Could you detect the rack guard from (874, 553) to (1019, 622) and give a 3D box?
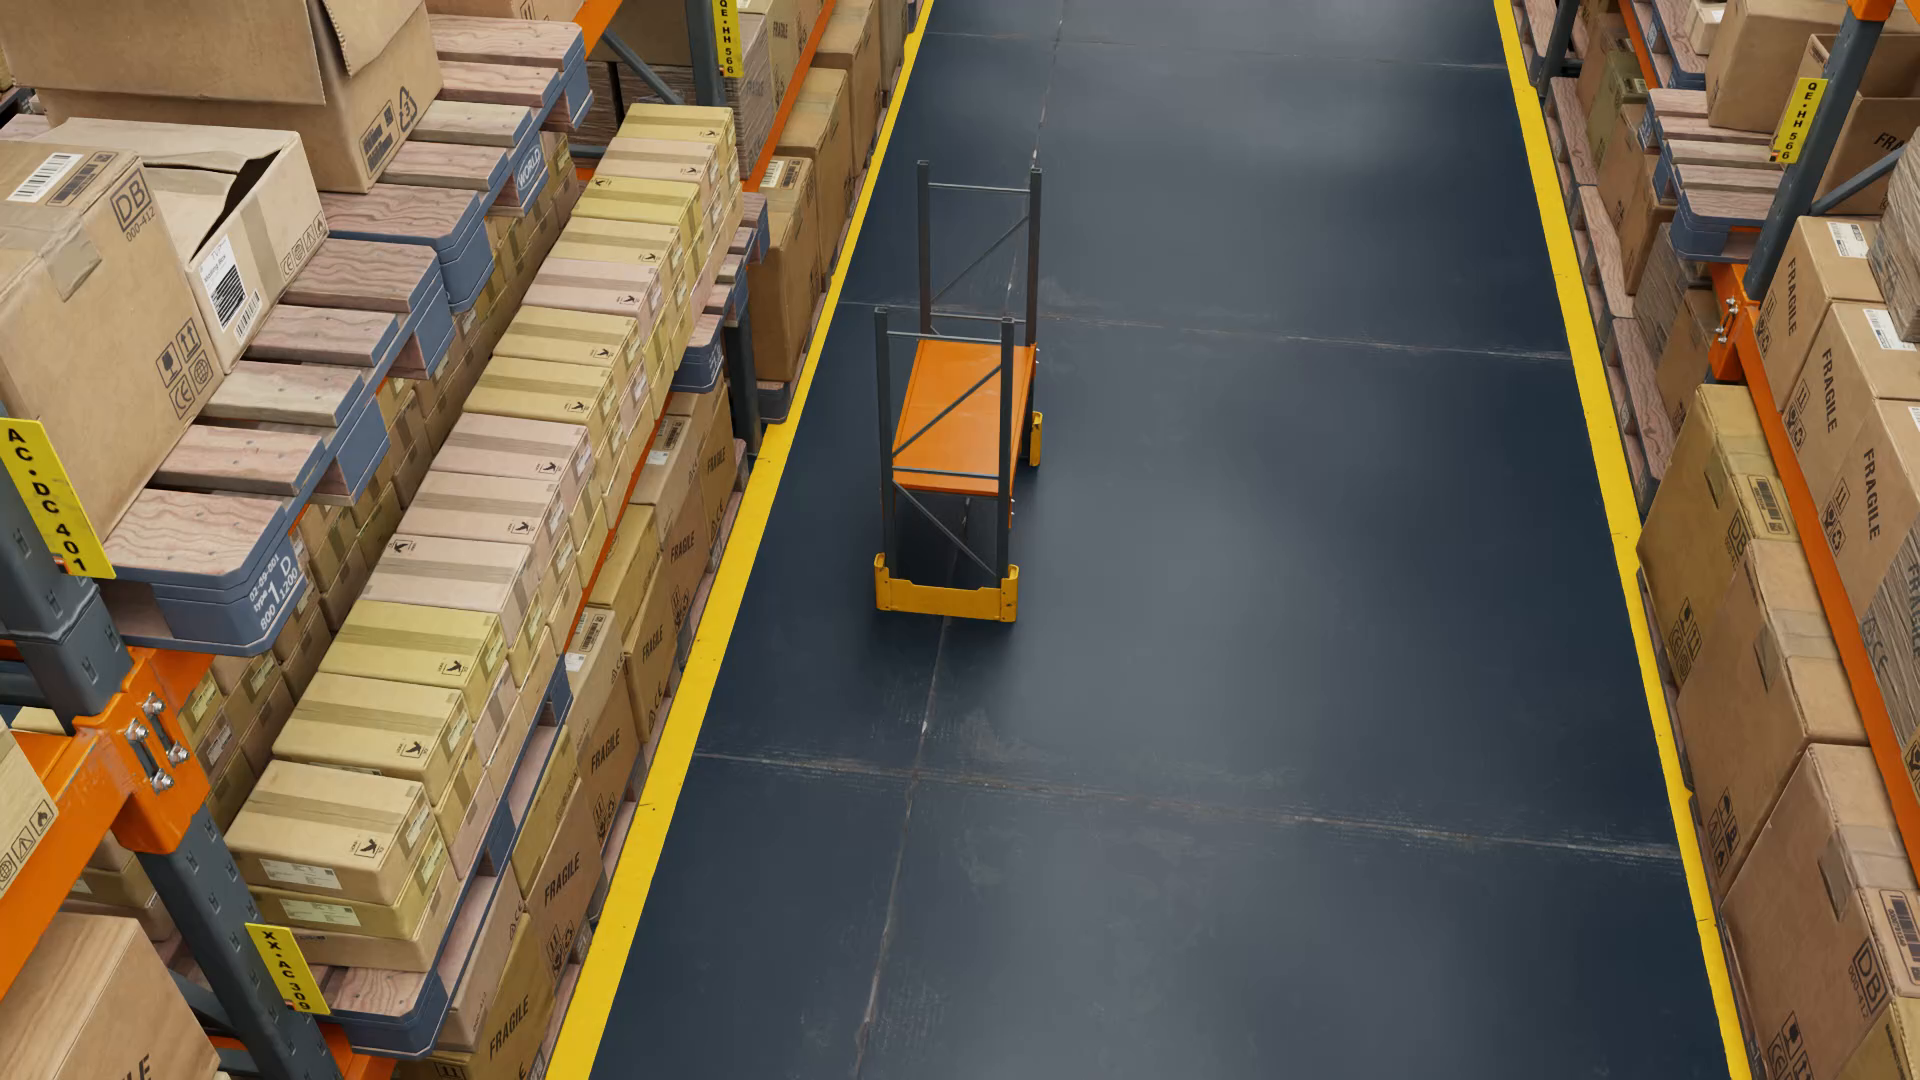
[{"bbox_3d":[-0.056,0.197,6.860,0.587,0.250,0.087,5,44,6],"label":"rack guard"}]

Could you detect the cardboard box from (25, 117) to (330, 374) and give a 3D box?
[{"bbox_3d":[-1.625,-0.618,3.299,0.500,0.311,0.500,5,44,5],"label":"cardboard box"}]

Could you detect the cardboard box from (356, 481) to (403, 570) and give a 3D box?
[{"bbox_3d":[-1.924,-0.066,5.015,0.380,0.149,0.250,7,44,7],"label":"cardboard box"}]

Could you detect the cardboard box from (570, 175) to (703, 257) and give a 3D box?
[{"bbox_3d":[-1.101,-1.106,5.681,0.380,0.149,0.250,6,44,7],"label":"cardboard box"}]

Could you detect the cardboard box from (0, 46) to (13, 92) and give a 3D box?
[{"bbox_3d":[-5.970,-3.012,9.855,0.950,0.372,0.625,8,44,8],"label":"cardboard box"}]

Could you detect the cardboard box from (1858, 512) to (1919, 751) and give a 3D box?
[{"bbox_3d":[2.951,0.278,4.703,0.500,0.500,0.500,5,44,6],"label":"cardboard box"}]

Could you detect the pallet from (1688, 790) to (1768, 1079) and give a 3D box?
[{"bbox_3d":[3.140,1.338,5.684,1.003,0.211,1.213,5,44,6],"label":"pallet"}]

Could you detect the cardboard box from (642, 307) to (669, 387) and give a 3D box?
[{"bbox_3d":[-1.169,-0.644,5.409,0.380,0.149,0.250,5,44,5],"label":"cardboard box"}]

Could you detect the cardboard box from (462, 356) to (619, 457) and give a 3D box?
[{"bbox_3d":[-1.239,-0.397,4.933,0.380,0.149,0.250,6,44,7],"label":"cardboard box"}]

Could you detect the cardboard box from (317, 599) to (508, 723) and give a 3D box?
[{"bbox_3d":[-1.374,0.303,4.193,0.380,0.149,0.250,6,44,6],"label":"cardboard box"}]

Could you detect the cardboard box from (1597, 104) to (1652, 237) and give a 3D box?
[{"bbox_3d":[3.754,-1.891,8.564,0.700,0.500,0.500,2,43,2],"label":"cardboard box"}]

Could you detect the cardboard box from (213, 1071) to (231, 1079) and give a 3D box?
[{"bbox_3d":[-1.733,1.383,3.319,0.500,0.500,0.500,5,44,6],"label":"cardboard box"}]

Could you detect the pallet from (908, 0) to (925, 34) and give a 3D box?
[{"bbox_3d":[-0.713,-3.779,11.087,1.003,0.211,1.213,5,44,6],"label":"pallet"}]

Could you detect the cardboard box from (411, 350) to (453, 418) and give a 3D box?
[{"bbox_3d":[-1.852,-0.534,5.294,0.380,0.149,0.250,5,44,5],"label":"cardboard box"}]

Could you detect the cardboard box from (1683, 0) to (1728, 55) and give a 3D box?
[{"bbox_3d":[3.436,-2.299,7.289,0.396,0.266,0.258,4,44,4],"label":"cardboard box"}]

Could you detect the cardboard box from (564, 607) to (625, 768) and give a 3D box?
[{"bbox_3d":[-1.450,0.465,5.545,0.500,0.250,0.500,7,44,7],"label":"cardboard box"}]

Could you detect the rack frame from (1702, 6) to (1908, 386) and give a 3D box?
[{"bbox_3d":[3.483,-1.034,6.161,1.000,3.000,0.127,5,44,6],"label":"rack frame"}]

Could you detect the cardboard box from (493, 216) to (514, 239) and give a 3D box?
[{"bbox_3d":[-1.743,-1.184,5.763,0.380,0.149,0.250,5,44,5],"label":"cardboard box"}]

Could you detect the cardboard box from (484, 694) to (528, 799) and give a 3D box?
[{"bbox_3d":[-1.373,0.525,4.392,0.380,0.149,0.250,6,44,6],"label":"cardboard box"}]

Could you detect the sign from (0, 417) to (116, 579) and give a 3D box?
[{"bbox_3d":[-1.410,-0.061,2.575,0.100,0.325,0.005,5,44,6],"label":"sign"}]

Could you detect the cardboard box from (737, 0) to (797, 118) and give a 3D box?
[{"bbox_3d":[-1.029,-2.219,7.339,0.500,0.500,0.500,5,44,5],"label":"cardboard box"}]

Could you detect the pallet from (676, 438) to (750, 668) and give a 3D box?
[{"bbox_3d":[-1.525,-0.009,7.106,1.003,0.211,1.213,5,44,6],"label":"pallet"}]

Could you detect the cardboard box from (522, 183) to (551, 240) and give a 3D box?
[{"bbox_3d":[-1.717,-1.227,6.025,0.380,0.149,0.250,7,44,8],"label":"cardboard box"}]

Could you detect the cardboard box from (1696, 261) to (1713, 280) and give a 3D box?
[{"bbox_3d":[3.602,-1.381,7.479,0.500,0.250,0.500,10,44,10],"label":"cardboard box"}]

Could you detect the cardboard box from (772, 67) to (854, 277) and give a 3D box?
[{"bbox_3d":[-1.138,-1.893,8.398,1.050,0.750,0.750,6,44,6],"label":"cardboard box"}]

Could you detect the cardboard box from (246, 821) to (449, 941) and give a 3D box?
[{"bbox_3d":[-1.441,0.776,3.910,0.380,0.149,0.250,6,44,6],"label":"cardboard box"}]

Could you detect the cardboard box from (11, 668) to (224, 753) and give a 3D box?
[{"bbox_3d":[-2.055,0.420,4.069,0.380,0.149,0.250,4,44,4],"label":"cardboard box"}]

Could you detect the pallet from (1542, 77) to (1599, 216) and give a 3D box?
[{"bbox_3d":[3.910,-2.217,9.438,1.003,0.211,1.213,5,44,6],"label":"pallet"}]

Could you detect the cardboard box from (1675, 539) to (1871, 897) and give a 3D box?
[{"bbox_3d":[3.246,0.660,5.611,1.225,0.875,0.875,5,44,6],"label":"cardboard box"}]

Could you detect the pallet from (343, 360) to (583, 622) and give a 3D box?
[{"bbox_3d":[-1.641,-0.132,5.347,1.003,0.211,1.213,5,44,6],"label":"pallet"}]

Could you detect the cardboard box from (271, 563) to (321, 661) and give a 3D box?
[{"bbox_3d":[-1.991,0.178,4.541,0.380,0.149,0.250,4,44,4],"label":"cardboard box"}]

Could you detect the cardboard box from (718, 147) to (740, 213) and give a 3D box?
[{"bbox_3d":[-1.034,-1.345,6.150,0.380,0.149,0.250,6,44,6],"label":"cardboard box"}]

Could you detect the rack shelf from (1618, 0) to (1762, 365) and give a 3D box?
[{"bbox_3d":[3.747,-2.136,7.848,1.077,0.370,4.000,5,44,6],"label":"rack shelf"}]

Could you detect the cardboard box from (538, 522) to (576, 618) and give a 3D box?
[{"bbox_3d":[-1.308,0.062,4.664,0.380,0.149,0.250,7,44,7],"label":"cardboard box"}]

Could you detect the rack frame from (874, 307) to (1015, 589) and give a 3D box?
[{"bbox_3d":[-0.056,-0.256,6.430,0.500,1.500,0.032,5,44,6],"label":"rack frame"}]

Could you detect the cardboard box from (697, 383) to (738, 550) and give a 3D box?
[{"bbox_3d":[-1.248,-0.327,6.926,0.500,0.500,0.500,5,44,5],"label":"cardboard box"}]

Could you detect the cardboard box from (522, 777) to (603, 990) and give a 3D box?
[{"bbox_3d":[-1.520,1.087,5.433,0.500,0.500,0.500,7,44,7],"label":"cardboard box"}]

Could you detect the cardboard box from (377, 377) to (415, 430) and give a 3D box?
[{"bbox_3d":[-1.882,-0.469,5.008,0.380,0.149,0.250,5,44,5],"label":"cardboard box"}]

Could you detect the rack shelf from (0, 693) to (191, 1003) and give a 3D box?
[{"bbox_3d":[-2.213,1.707,1.607,1.077,0.370,4.000,5,44,6],"label":"rack shelf"}]

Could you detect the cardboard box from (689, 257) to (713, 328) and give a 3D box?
[{"bbox_3d":[-1.098,-0.893,5.889,0.380,0.149,0.250,6,44,6],"label":"cardboard box"}]

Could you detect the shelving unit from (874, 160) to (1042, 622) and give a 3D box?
[{"bbox_3d":[0.010,-0.597,6.789,0.587,1.500,1.083,5,44,6],"label":"shelving unit"}]

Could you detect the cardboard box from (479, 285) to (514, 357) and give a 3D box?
[{"bbox_3d":[-1.784,-0.778,5.767,0.380,0.149,0.250,7,44,7],"label":"cardboard box"}]

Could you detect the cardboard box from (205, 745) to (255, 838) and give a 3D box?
[{"bbox_3d":[-2.059,0.645,4.265,0.380,0.149,0.250,5,44,6],"label":"cardboard box"}]

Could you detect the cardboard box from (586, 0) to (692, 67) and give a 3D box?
[{"bbox_3d":[-1.351,-2.259,6.654,0.700,0.500,0.500,5,44,5],"label":"cardboard box"}]

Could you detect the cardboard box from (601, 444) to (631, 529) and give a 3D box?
[{"bbox_3d":[-1.237,-0.178,5.133,0.380,0.149,0.250,3,44,4],"label":"cardboard box"}]
